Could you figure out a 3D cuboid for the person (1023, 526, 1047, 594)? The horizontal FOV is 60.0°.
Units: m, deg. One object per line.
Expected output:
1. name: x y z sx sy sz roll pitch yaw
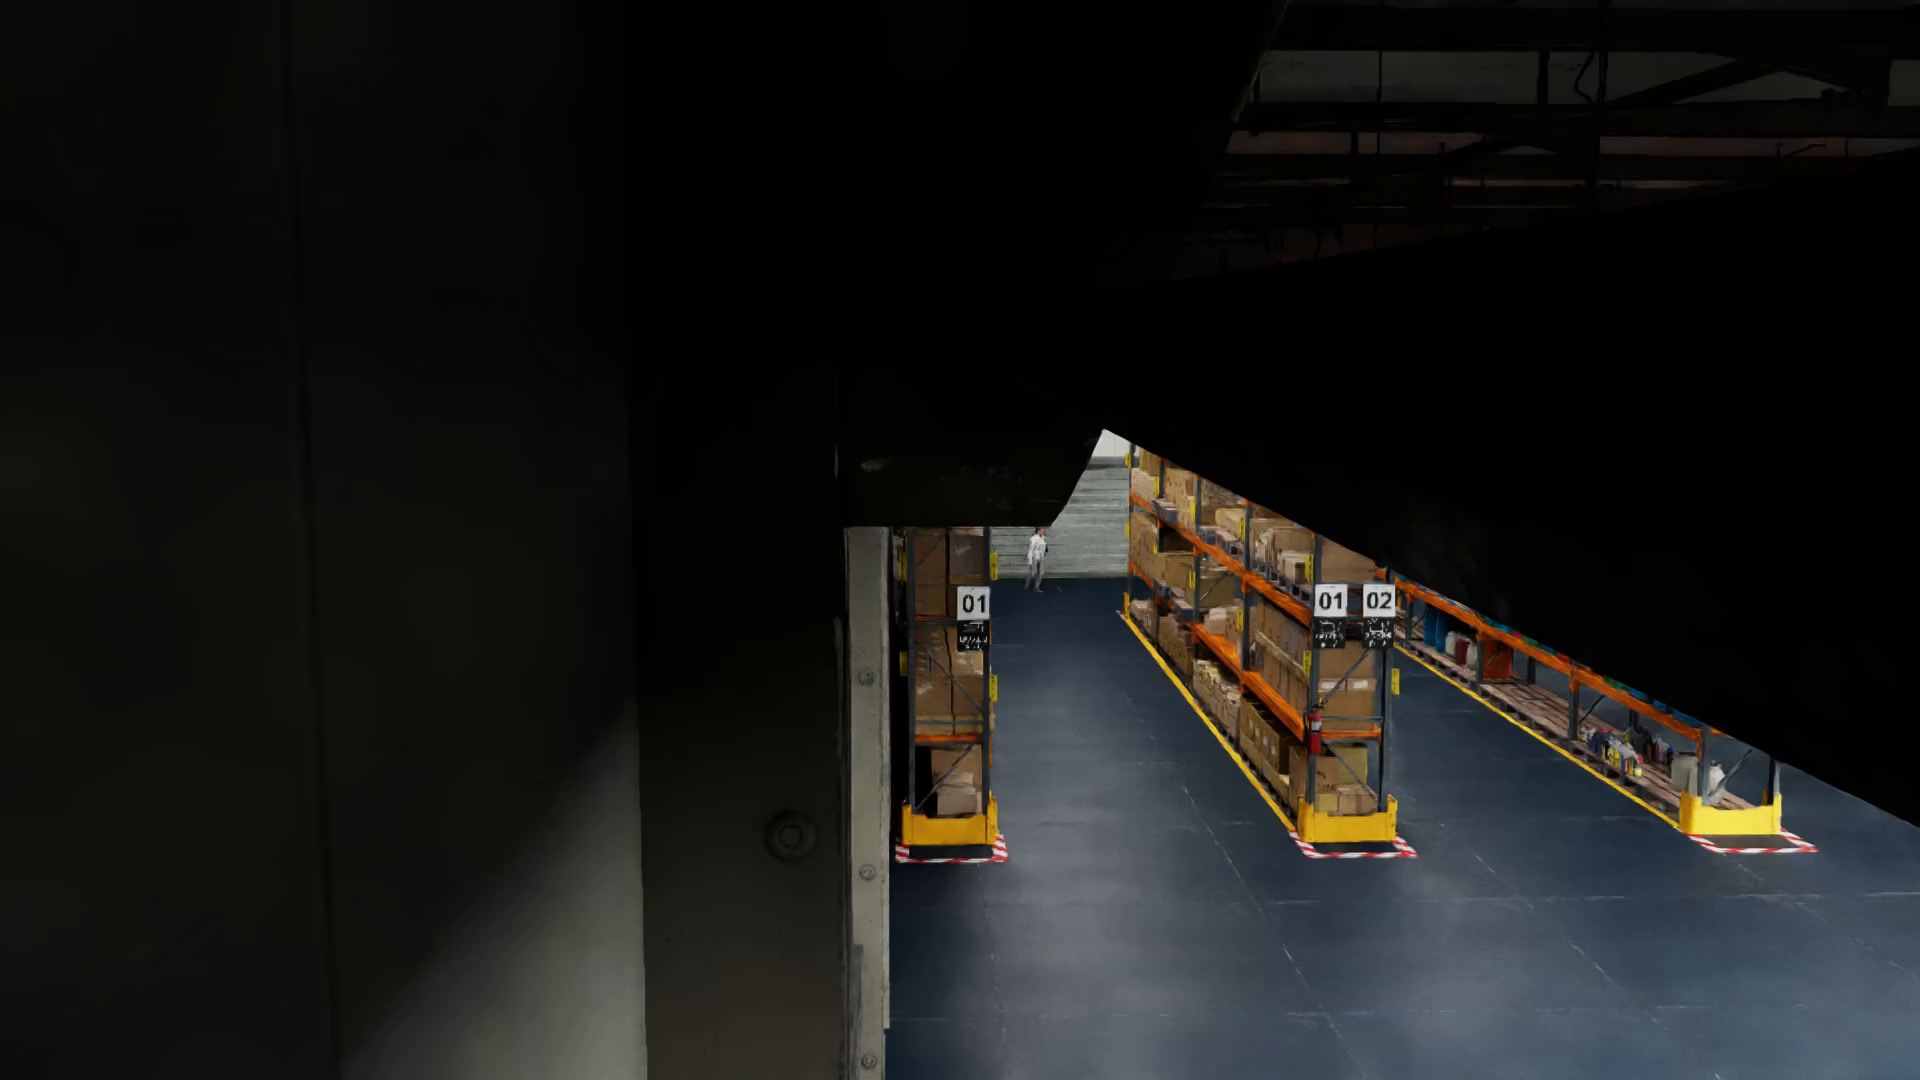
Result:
1. person: 1.792 0.432 39.676 0.527 1.665 0.510 -6 9 -38
